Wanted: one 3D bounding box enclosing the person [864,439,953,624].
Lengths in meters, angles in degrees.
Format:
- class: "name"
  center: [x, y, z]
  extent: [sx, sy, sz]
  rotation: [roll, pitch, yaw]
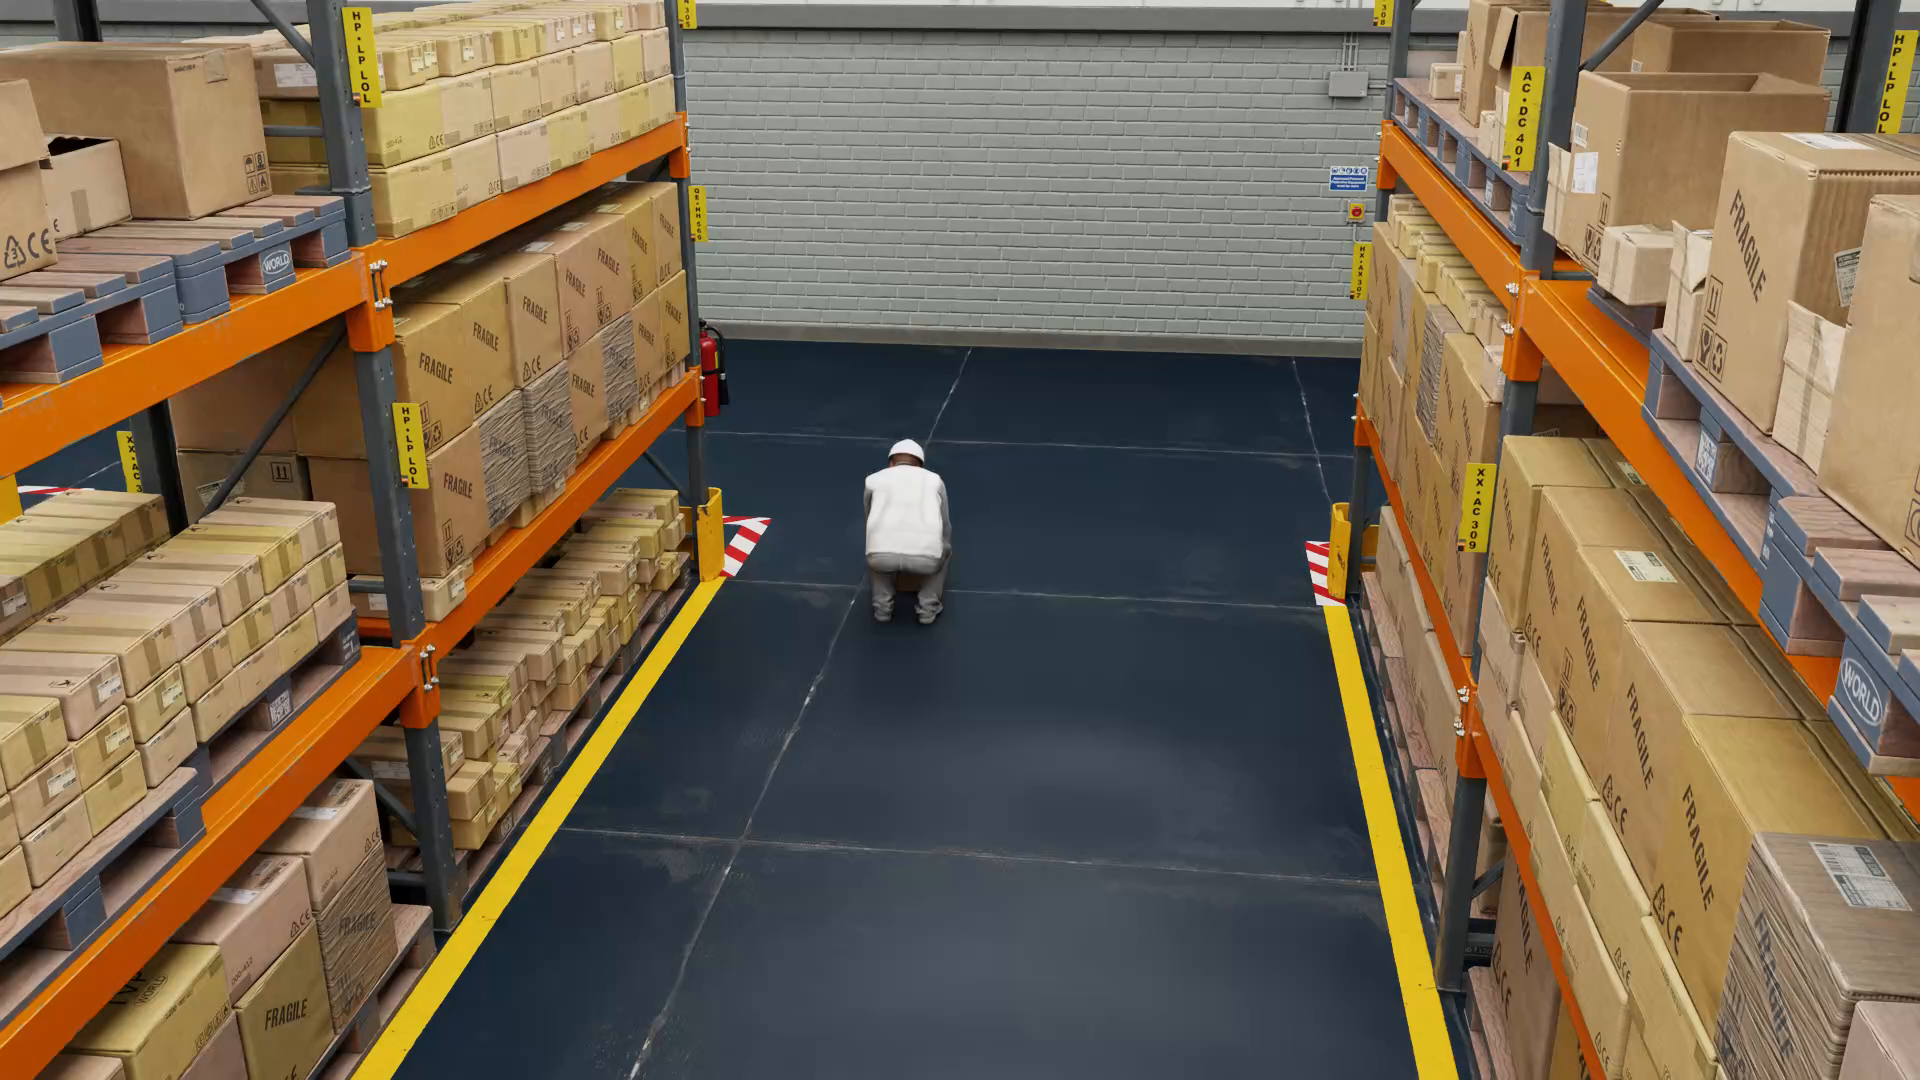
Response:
- class: "person"
  center: [-0.316, -0.043, 9.843]
  extent: [0.534, 0.930, 0.913]
  rotation: [2, 21, 6]
